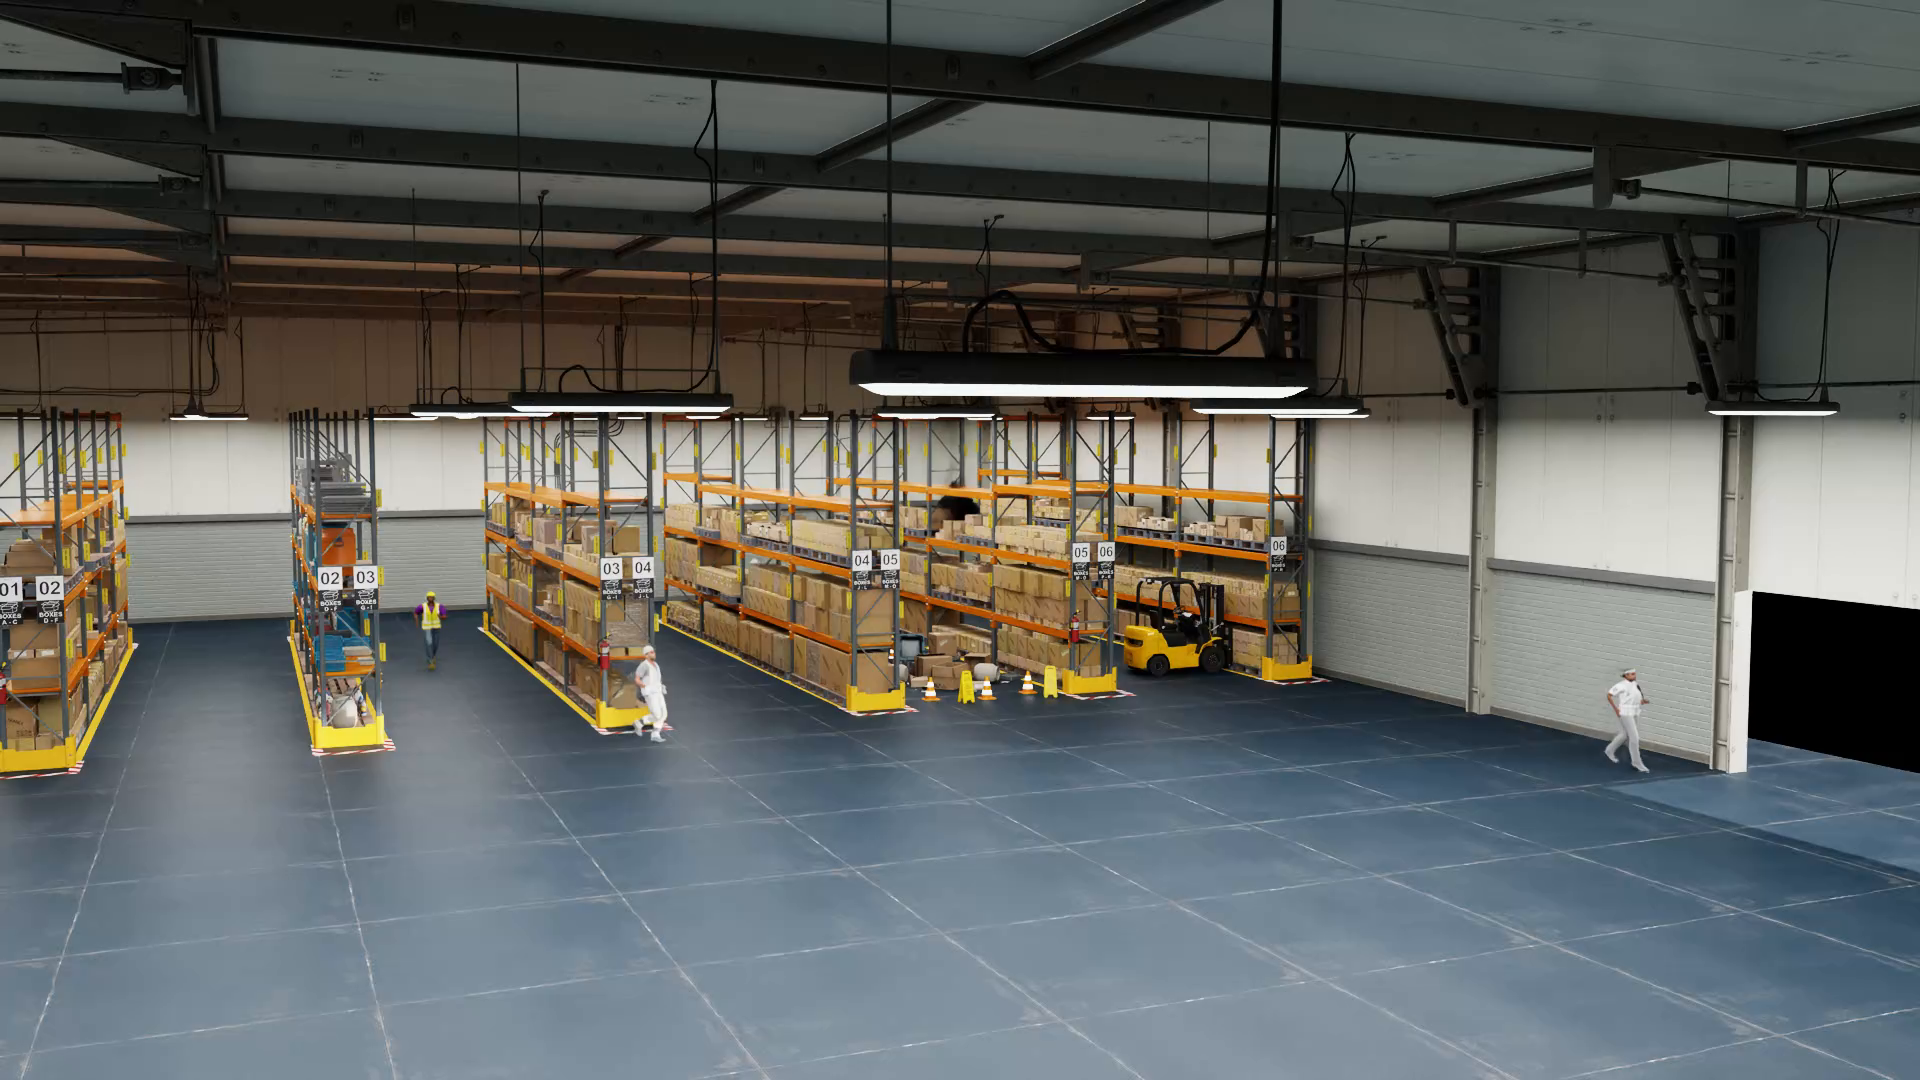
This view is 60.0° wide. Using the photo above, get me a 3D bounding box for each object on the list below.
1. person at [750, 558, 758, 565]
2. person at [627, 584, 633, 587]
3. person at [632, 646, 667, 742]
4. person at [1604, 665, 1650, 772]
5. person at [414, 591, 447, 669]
[{"bbox_3d":[-5.884,1.393,50.306,1.007,1.703,0.726,-2,4,-27],"label":"person"},{"bbox_3d":[-9.624,1.627,47.299,0.750,1.638,0.693,-1,4,-8],"label":"person"},{"bbox_3d":[-5.586,2.764,29.902,0.622,1.737,0.675,1,4,17],"label":"person"},{"bbox_3d":[11.079,2.927,27.607,0.566,1.725,0.872,-3,5,-38],"label":"person"},{"bbox_3d":[-12.371,2.085,38.931,0.693,1.772,0.959,-2,5,-30],"label":"person"}]
